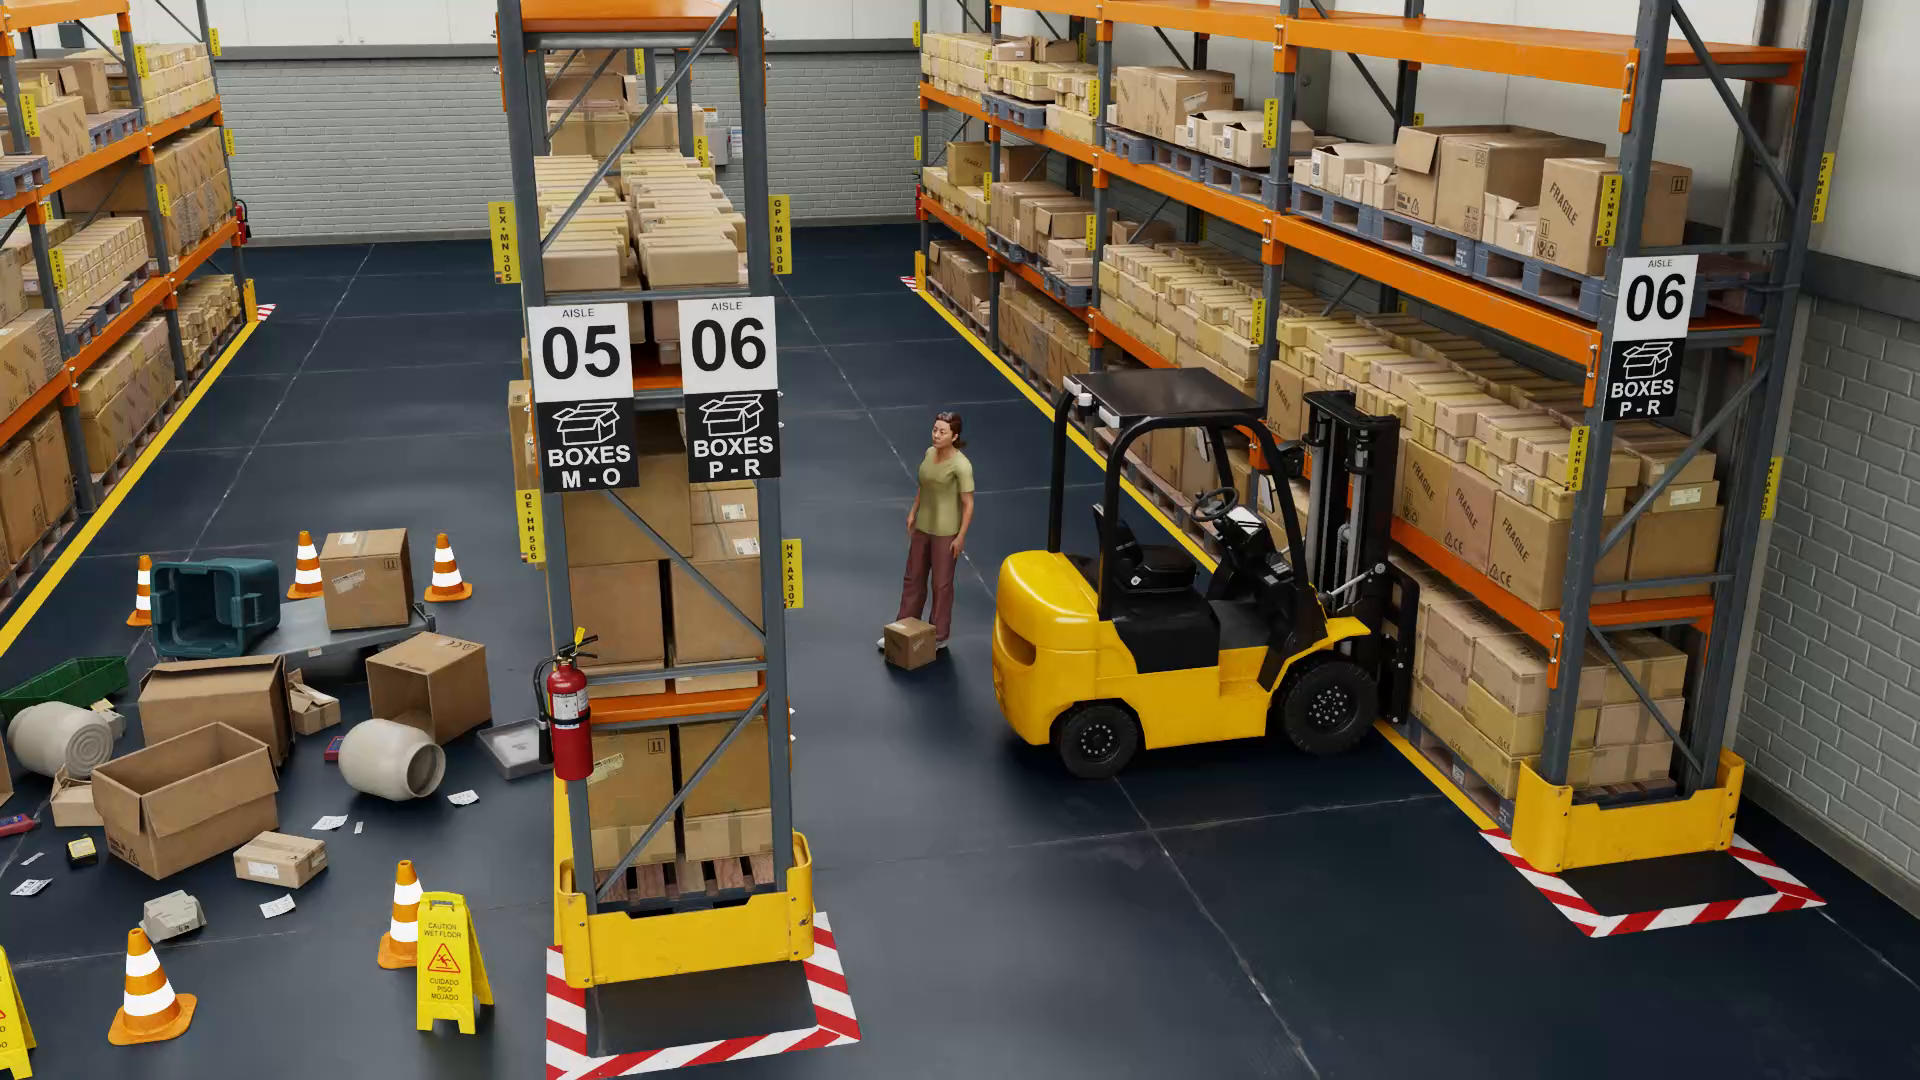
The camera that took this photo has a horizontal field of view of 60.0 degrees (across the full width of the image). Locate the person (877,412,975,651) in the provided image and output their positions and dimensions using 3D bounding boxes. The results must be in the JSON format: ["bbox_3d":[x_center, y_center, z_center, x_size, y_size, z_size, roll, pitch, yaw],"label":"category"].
[{"bbox_3d":[-0.203,-0.040,11.156,0.548,1.674,0.552,-17,26,-39],"label":"person"}]
